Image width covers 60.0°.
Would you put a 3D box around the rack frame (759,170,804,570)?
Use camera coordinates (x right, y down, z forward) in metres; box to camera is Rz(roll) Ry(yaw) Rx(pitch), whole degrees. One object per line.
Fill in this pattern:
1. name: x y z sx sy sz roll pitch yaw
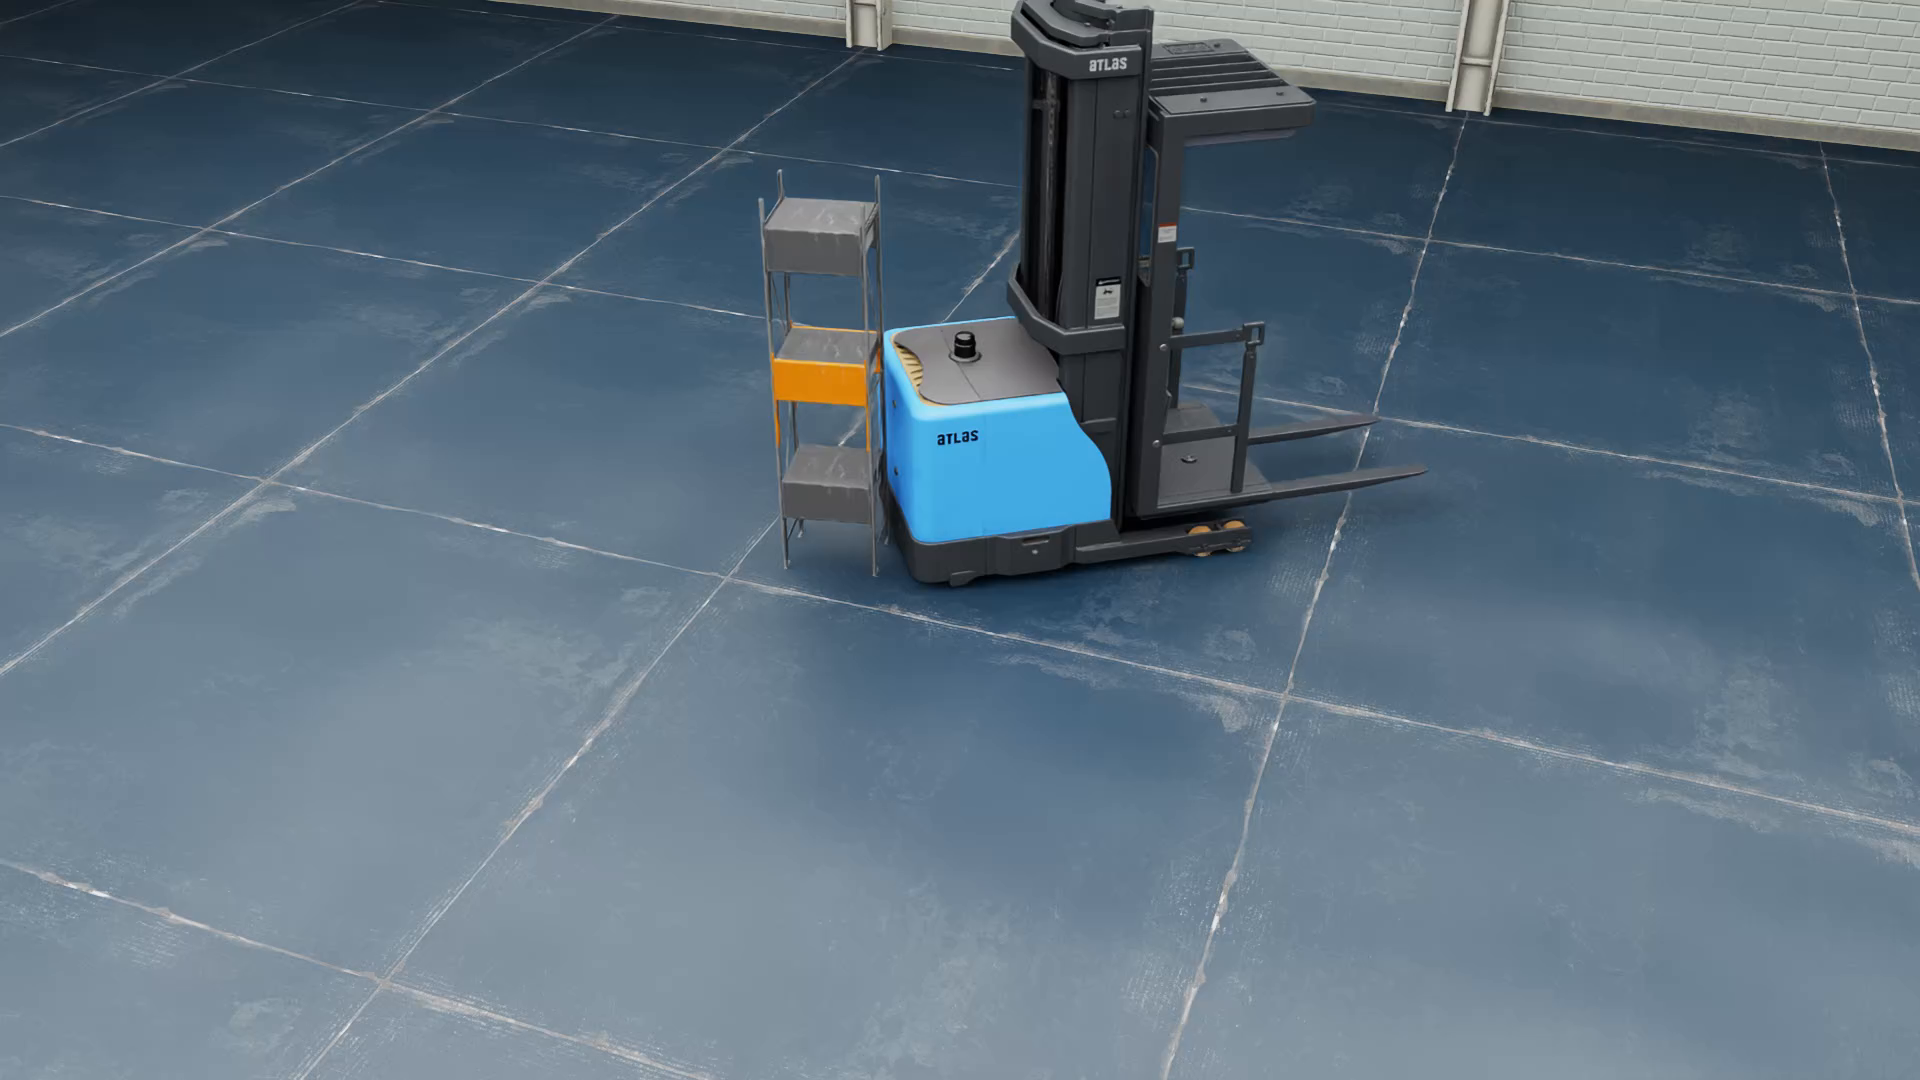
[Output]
1. rack frame: -0.911 -0.826 8.562 0.015 2.100 0.400 5 33 7

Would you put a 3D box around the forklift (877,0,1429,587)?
1. forklift: 1.108 -1.411 8.701 3.031 2.935 1.130 -8 34 -12

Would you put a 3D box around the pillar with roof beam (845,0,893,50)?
1. pillar with roof beam: -2.381 -6.684 11.275 0.400 9.000 9.100 11 34 16

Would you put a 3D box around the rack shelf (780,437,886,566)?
1. rack shelf: -0.670 -0.207 8.918 0.480 0.518 0.431 5 33 7

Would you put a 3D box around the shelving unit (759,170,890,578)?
1. shelving unit: -0.670 -0.806 8.531 0.503 2.100 0.431 5 33 7

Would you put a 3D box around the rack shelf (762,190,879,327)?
1. rack shelf: -0.670 -1.383 8.159 0.480 0.518 0.431 5 33 7

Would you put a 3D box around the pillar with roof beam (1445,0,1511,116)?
1. pillar with roof beam: 3.267 -5.586 9.574 0.400 9.000 9.100 11 34 16

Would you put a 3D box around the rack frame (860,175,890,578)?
1. rack frame: -0.429 -0.786 8.500 0.015 2.100 0.400 5 33 7

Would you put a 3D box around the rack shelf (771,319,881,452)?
1. rack shelf: -0.670 -0.795 8.539 0.480 0.518 0.431 5 33 7
